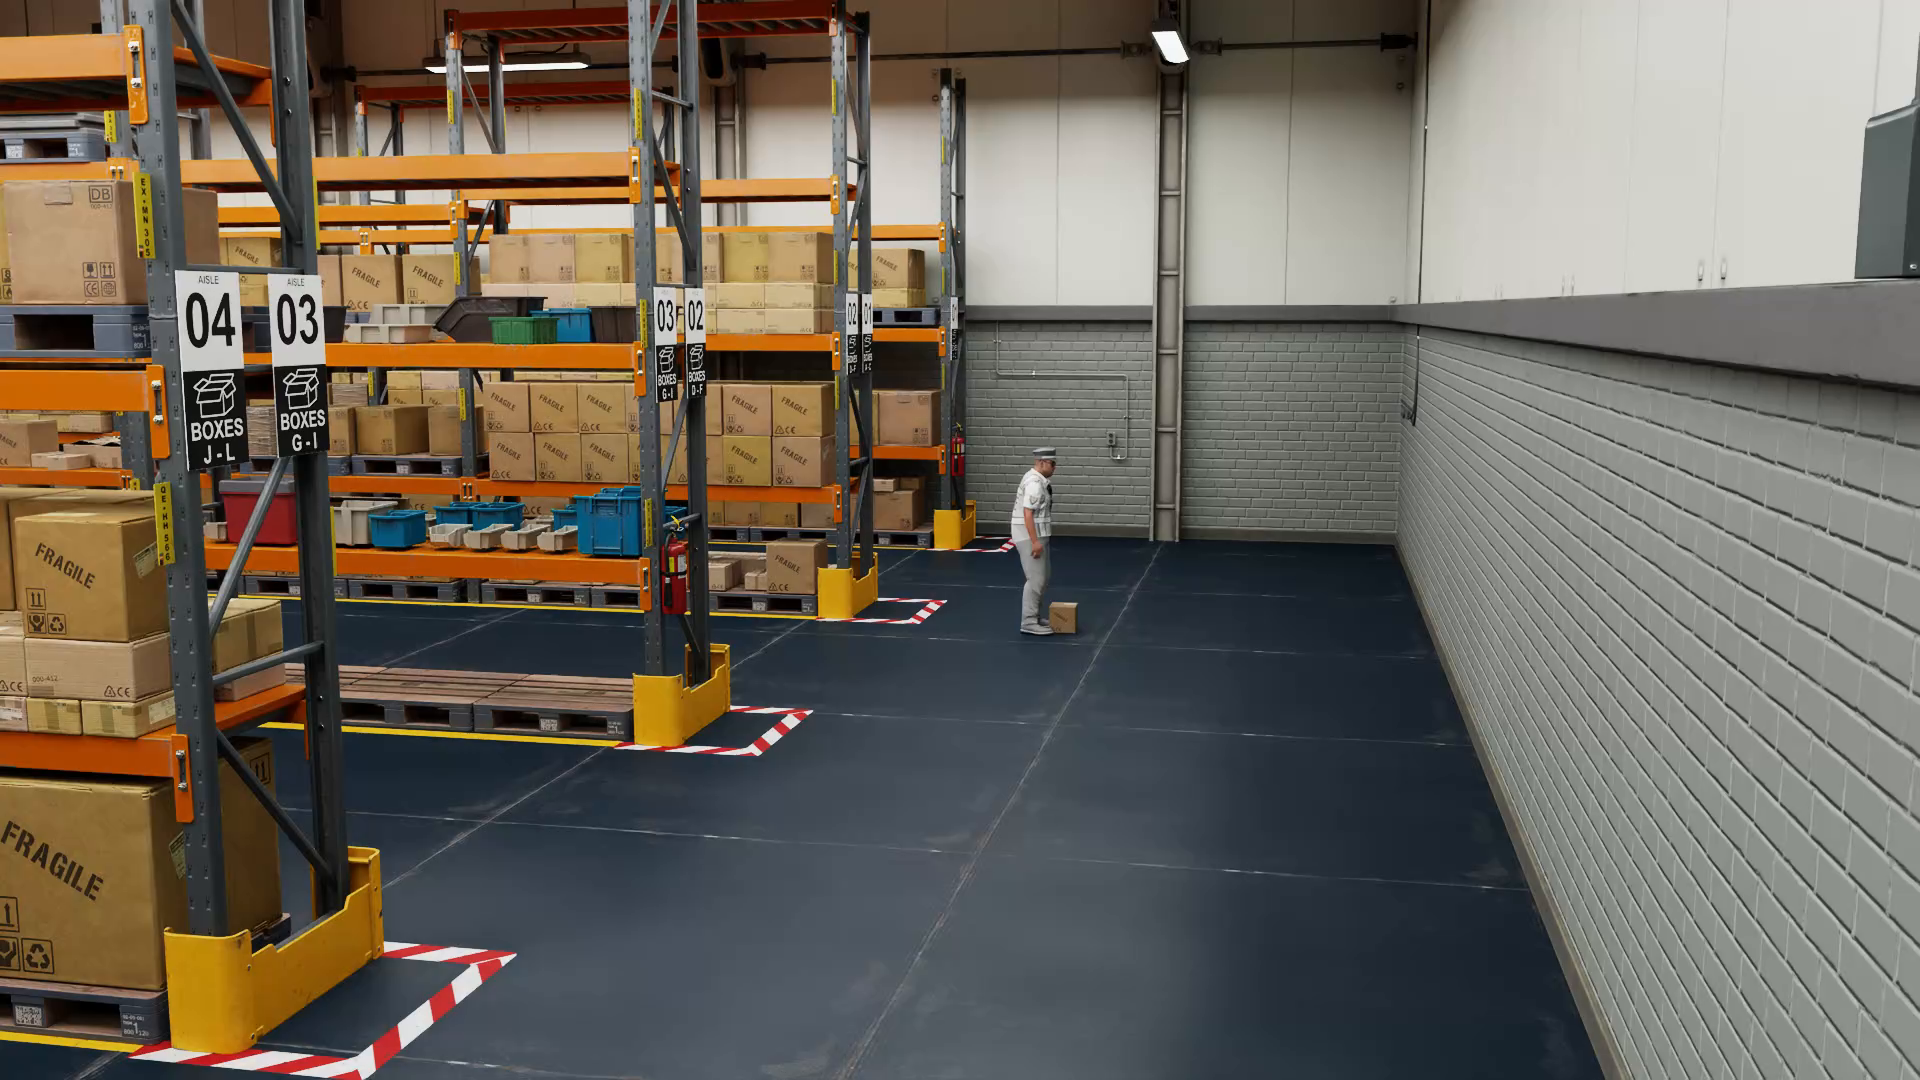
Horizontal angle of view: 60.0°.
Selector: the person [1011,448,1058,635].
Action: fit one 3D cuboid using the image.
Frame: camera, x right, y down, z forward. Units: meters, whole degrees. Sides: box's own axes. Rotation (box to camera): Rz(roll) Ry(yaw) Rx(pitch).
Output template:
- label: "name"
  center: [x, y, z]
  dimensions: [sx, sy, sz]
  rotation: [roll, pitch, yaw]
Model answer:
- label: "person"
  center: [0.714, -0.007, 15.830]
  dimensions: [0.433, 1.748, 0.587]
  rotation: [2, 8, 11]
